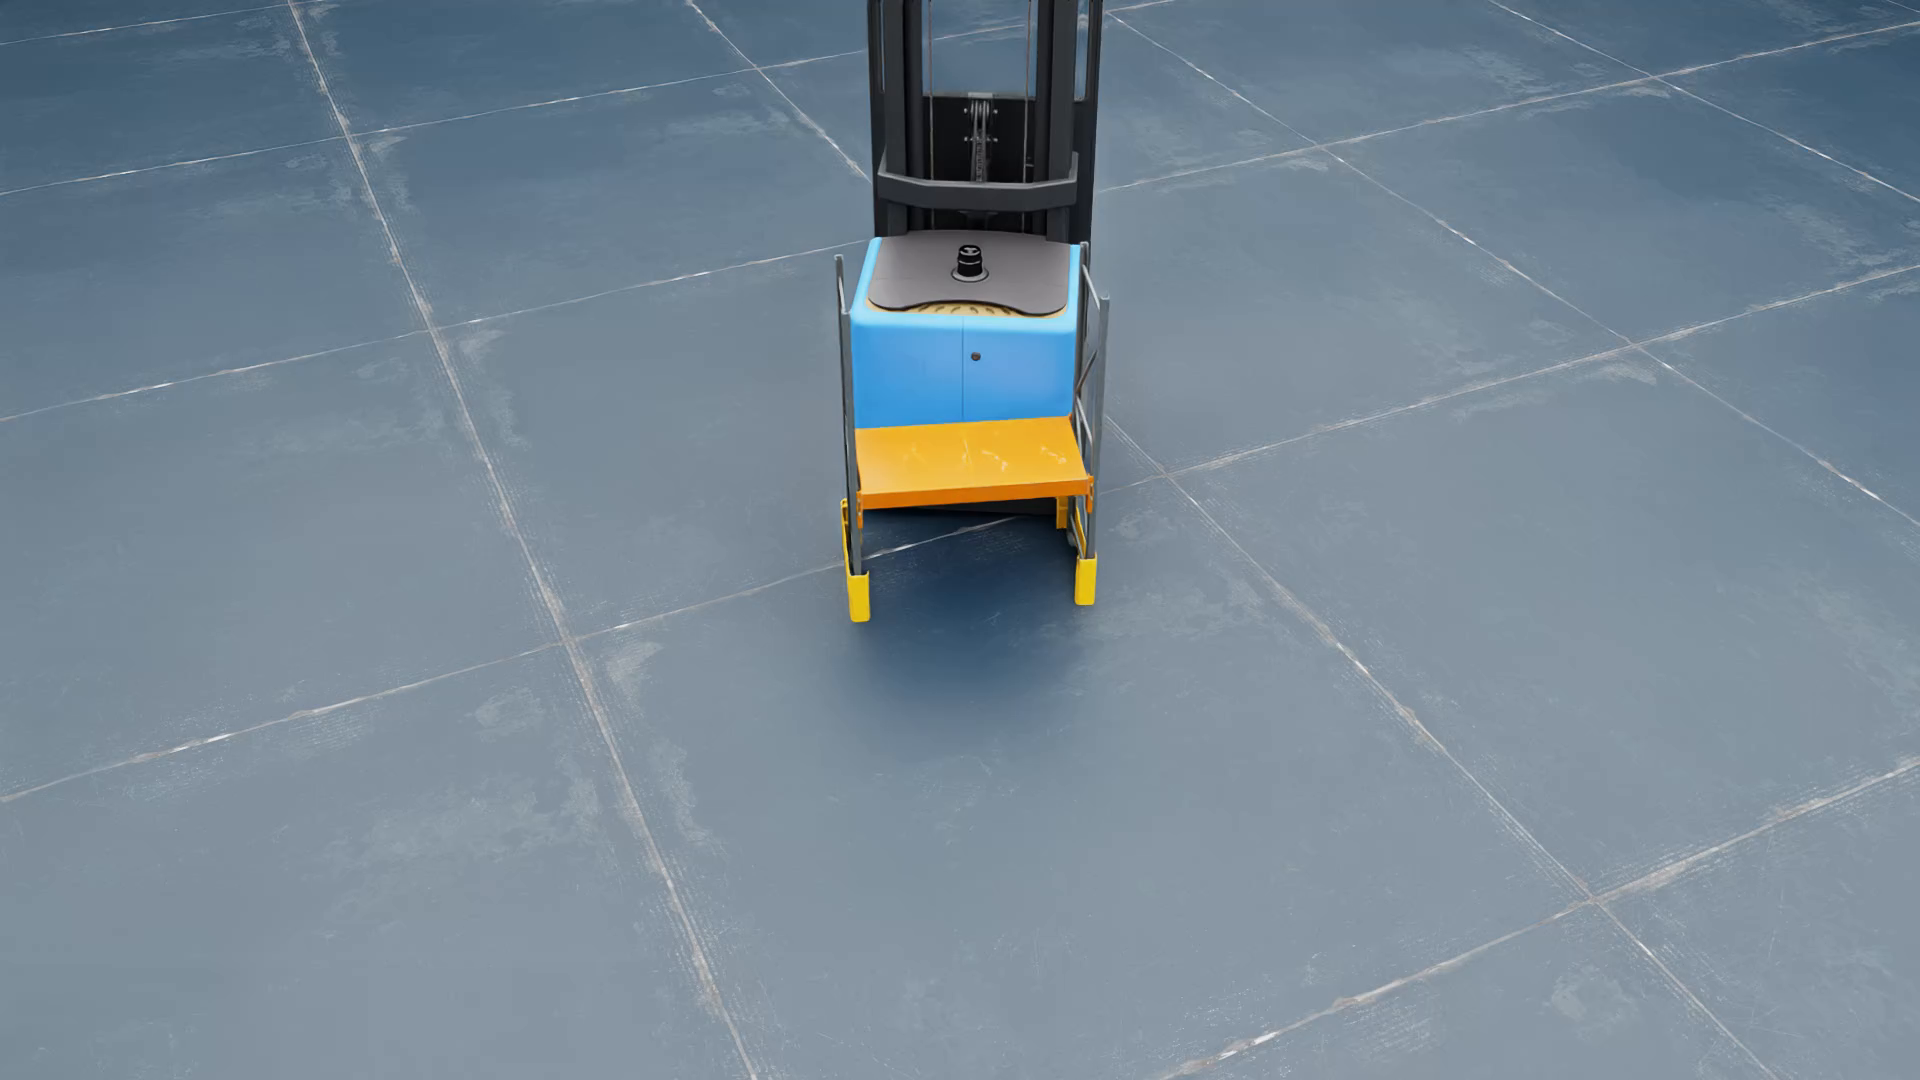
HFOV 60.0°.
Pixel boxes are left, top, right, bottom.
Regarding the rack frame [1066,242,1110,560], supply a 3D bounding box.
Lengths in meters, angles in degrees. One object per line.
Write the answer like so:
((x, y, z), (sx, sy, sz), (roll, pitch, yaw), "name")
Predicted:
((0.542, -0.487, 7.148), (0.032, 1.500, 0.500), (-4, 37, -5), "rack frame")

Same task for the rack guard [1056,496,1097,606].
((0.523, 0.016, 7.518), (0.087, 0.250, 0.587), (-4, 37, -5), "rack guard")

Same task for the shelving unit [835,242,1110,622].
((0.028, -0.452, 7.100), (1.083, 1.500, 0.587), (-4, 37, -5), "shelving unit")

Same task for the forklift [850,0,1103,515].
((0.135, -2.155, 8.195), (1.130, 2.935, 3.031), (3, 37, 4), "forklift")

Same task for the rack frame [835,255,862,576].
((-0.468, -0.417, 7.054), (0.032, 1.500, 0.500), (-4, 37, -5), "rack frame")

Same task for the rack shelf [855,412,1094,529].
((0.037, -0.308, 7.208), (1.000, 0.185, 0.538), (-4, 37, -5), "rack shelf")

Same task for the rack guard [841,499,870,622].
((-0.467, 0.085, 7.426), (0.087, 0.250, 0.587), (-4, 37, -5), "rack guard")
